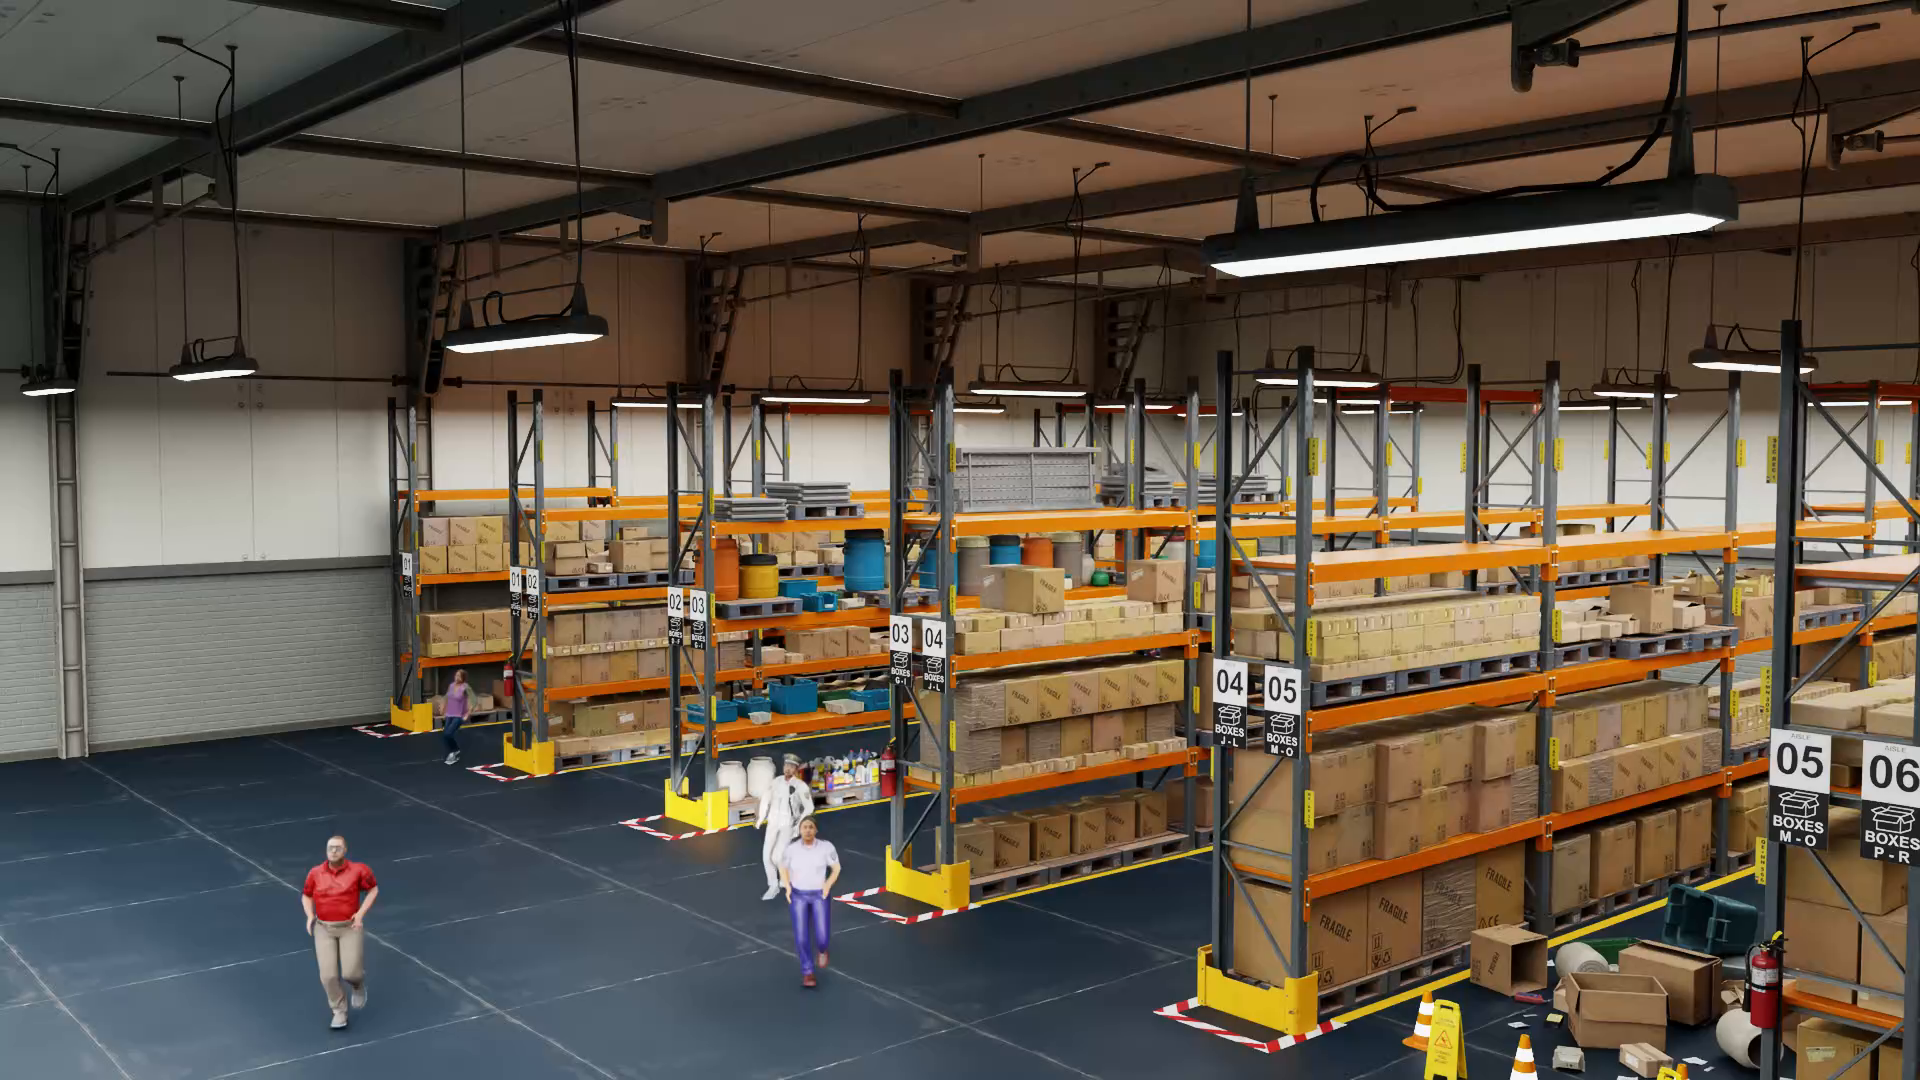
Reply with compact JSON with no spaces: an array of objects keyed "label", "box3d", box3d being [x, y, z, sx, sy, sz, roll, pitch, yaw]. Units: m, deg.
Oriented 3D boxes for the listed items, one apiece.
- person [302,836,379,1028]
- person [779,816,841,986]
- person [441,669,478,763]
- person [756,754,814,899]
[{"label":"person","box3d":[-5.517,3.456,14.780,0.646,1.677,0.596,-1,3,-9]},{"label":"person","box3d":[-1.443,3.432,15.931,0.594,1.599,0.506,0,3,-2]},{"label":"person","box3d":[-8.092,2.843,26.683,0.596,1.543,0.516,1,4,21]},{"label":"person","box3d":[-2.015,3.251,18.922,0.673,1.648,0.485,2,4,26]}]
